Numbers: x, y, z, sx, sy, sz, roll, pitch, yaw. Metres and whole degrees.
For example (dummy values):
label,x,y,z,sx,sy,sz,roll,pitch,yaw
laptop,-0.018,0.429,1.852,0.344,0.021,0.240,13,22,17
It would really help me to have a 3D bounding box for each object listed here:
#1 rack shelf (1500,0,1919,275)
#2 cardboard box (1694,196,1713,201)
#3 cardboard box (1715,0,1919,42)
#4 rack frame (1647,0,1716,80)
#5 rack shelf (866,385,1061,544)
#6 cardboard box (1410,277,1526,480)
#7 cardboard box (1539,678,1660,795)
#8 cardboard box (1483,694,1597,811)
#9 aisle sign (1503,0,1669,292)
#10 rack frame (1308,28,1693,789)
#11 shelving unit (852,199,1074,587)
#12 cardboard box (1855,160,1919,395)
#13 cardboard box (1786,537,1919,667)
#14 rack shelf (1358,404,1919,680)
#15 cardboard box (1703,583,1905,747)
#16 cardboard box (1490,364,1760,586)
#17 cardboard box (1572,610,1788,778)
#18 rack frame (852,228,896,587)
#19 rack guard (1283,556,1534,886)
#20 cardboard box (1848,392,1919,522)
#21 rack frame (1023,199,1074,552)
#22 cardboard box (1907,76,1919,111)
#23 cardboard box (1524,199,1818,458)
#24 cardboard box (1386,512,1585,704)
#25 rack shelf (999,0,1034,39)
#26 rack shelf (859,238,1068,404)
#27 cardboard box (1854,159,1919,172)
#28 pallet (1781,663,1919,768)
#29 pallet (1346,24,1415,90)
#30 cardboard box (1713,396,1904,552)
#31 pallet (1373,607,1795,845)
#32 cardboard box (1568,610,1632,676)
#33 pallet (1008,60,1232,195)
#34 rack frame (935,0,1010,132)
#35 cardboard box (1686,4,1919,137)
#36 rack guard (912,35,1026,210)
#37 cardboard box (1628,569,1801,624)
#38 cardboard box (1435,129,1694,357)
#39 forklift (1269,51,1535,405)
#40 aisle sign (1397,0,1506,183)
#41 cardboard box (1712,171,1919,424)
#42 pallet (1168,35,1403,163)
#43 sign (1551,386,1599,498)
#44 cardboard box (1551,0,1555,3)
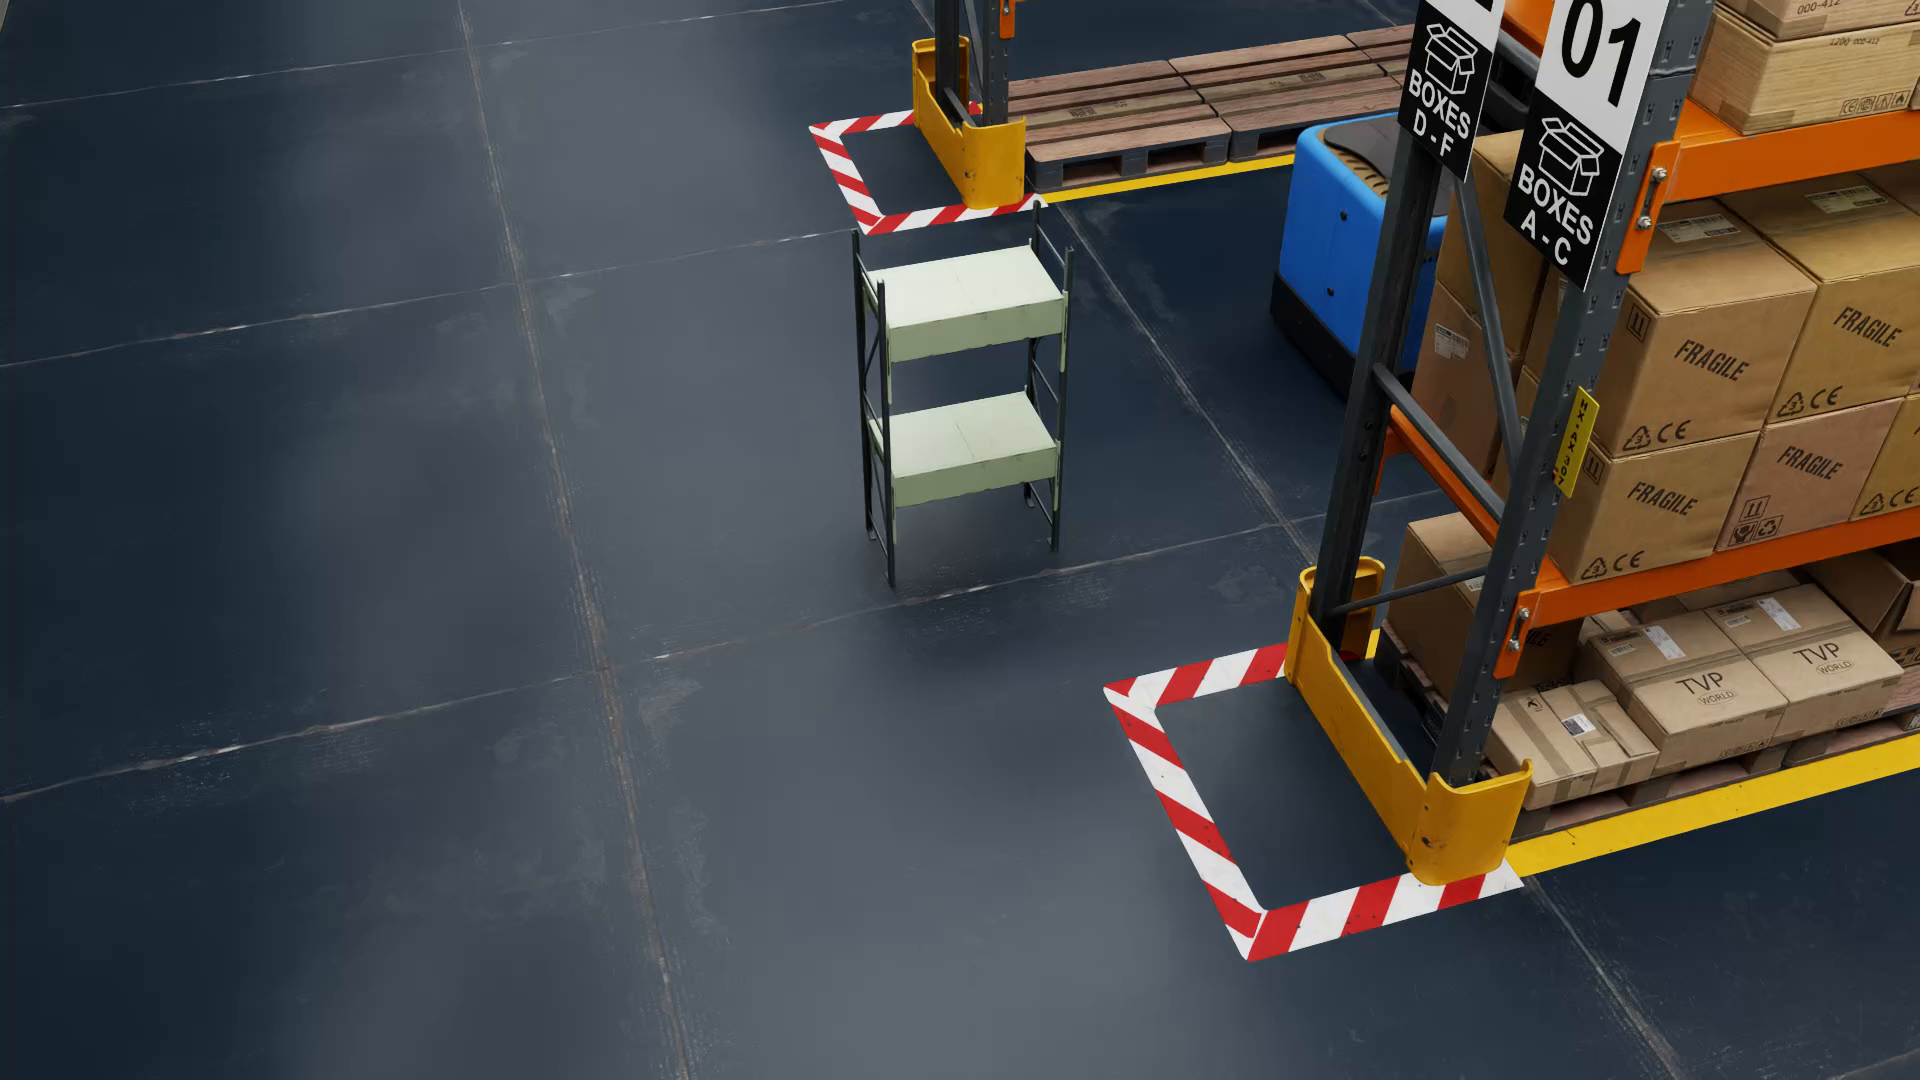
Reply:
label,x,y,z,sx,sy,sz,roll,pitch,yaw
rack shelf,3.451,-1.539,4.999,4.000,0.370,1.077,-12,42,-13
cardboard box,2.367,-1.060,5.348,0.500,0.500,0.500,-11,42,-12
cardboard box,2.111,-1.485,4.124,0.500,0.250,0.500,-12,42,-13
rack frame,1.543,-2.544,3.323,0.127,3.000,1.000,-12,42,-13
rack shelf,0.006,-0.321,6.973,0.720,0.370,0.431,-12,42,-13
cardboard box,1.889,-0.582,5.560,0.500,0.500,0.500,-10,42,-12
cardboard box,2.284,0.700,5.988,0.250,0.166,0.380,-12,42,-13
cardboard box,2.046,0.756,5.938,0.250,0.149,0.380,-12,42,-13
aisle sign,1.566,-1.066,4.215,0.004,0.787,0.394,-12,42,-13
rack frame,1.543,-0.285,5.296,0.127,3.000,1.000,-12,42,-13
shelving unit,0.006,-0.566,6.758,0.755,1.500,0.431,-12,42,-13
cardboard box,3.021,-0.825,5.079,0.500,0.500,0.500,-11,42,-12
cardboard box,3.568,0.073,6.449,0.637,0.503,0.797,-12,42,-13
rack shelf,3.451,-0.409,5.986,4.000,0.370,1.077,-12,42,-13
cardboard box,3.101,0.458,6.202,0.500,0.250,0.500,-12,42,-13
cardboard box,2.046,-0.245,5.175,0.500,0.500,0.500,-11,42,-12
cardboard box,2.624,0.556,6.089,0.500,0.250,0.500,-12,42,-13
rack frame,-0.343,-0.494,6.675,0.023,1.500,0.400,-12,42,-13
rack guard,1.616,0.641,6.136,0.348,0.500,1.175,-12,42,-13
cardboard box,3.016,-0.448,5.407,0.500,0.500,0.500,-12,43,-13
rack frame,0.355,-0.638,6.841,0.023,1.500,0.400,-12,42,-13
cardboard box,2.590,-1.391,4.396,0.500,0.250,0.500,-12,42,-13
cardboard box,2.046,-0.622,4.846,0.500,0.500,0.500,-10,42,-12
cardboard box,1.988,0.229,6.274,0.500,0.500,0.500,-12,42,-13
rack shelf,1.966,-3.519,9.544,4.000,0.370,1.077,-12,42,-13
rack shelf,0.006,-0.860,6.501,0.720,0.370,0.431,-12,42,-13
cardboard box,2.860,-1.166,5.468,0.500,0.500,0.500,-11,42,-12
pallet,3.537,0.353,6.685,1.213,0.211,1.003,-12,42,-13
pallet,3.184,-2.965,10.483,1.213,0.211,1.003,-12,42,-13
cardboard box,2.536,-0.350,5.295,0.500,0.500,0.500,-12,43,-13
pallet,2.376,0.592,6.412,1.213,0.211,1.003,-12,42,-13
cardboard box,2.401,0.331,6.411,0.250,0.166,0.380,-12,42,-13
pallet,0.857,-2.483,9.931,1.213,0.211,1.003,-12,42,-13
rack frame,0.059,-3.394,8.855,0.127,3.000,1.000,-12,42,-13
cardboard box,2.110,-1.300,4.293,0.500,0.250,0.500,-12,42,-13
rack guard,0.040,-2.440,9.663,0.348,0.500,1.175,-12,42,-13
cardboard box,2.903,0.154,6.550,0.500,0.250,0.500,-12,42,-13
cardboard box,1.885,-0.960,5.233,0.500,0.500,0.500,-12,43,-13
forklift,3.152,-2.256,7.604,3.031,2.935,1.130,-13,43,-14
aisle sign,1.386,-1.443,4.646,0.004,0.787,0.394,-12,42,-13
cardboard box,2.542,-0.730,4.969,0.500,0.500,0.500,-11,42,-13
pallet,2.019,-2.722,10.205,1.213,0.211,1.003,-12,42,-13
sign,1.706,-0.271,4.622,0.005,0.325,0.100,-12,42,-13
cardboard box,1.954,-1.625,4.665,0.500,0.250,0.500,-12,42,-13
